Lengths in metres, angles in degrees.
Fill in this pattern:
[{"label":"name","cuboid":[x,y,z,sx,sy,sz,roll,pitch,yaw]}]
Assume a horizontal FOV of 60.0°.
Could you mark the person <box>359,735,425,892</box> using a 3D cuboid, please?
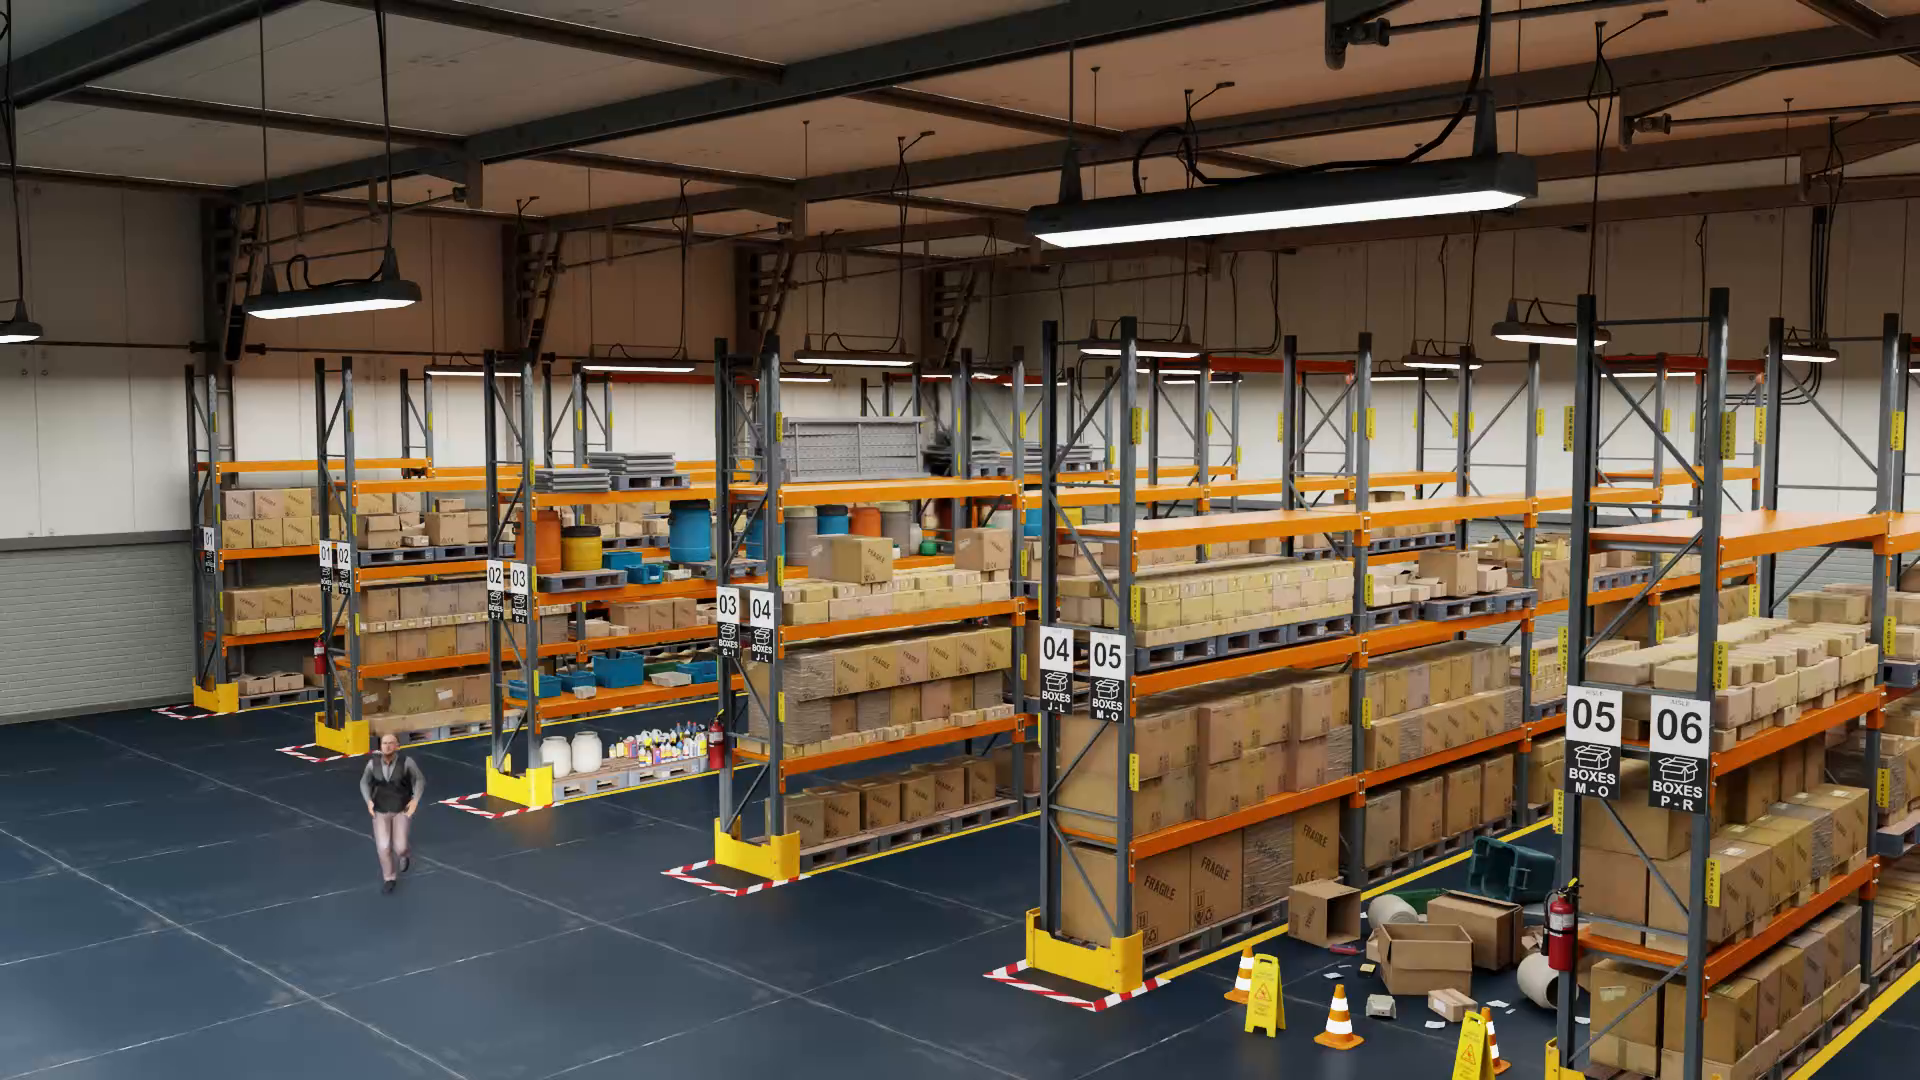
[{"label":"person","cuboid":[-6.192,2.942,18.149,0.687,1.681,0.641,-1,4,-13]}]
